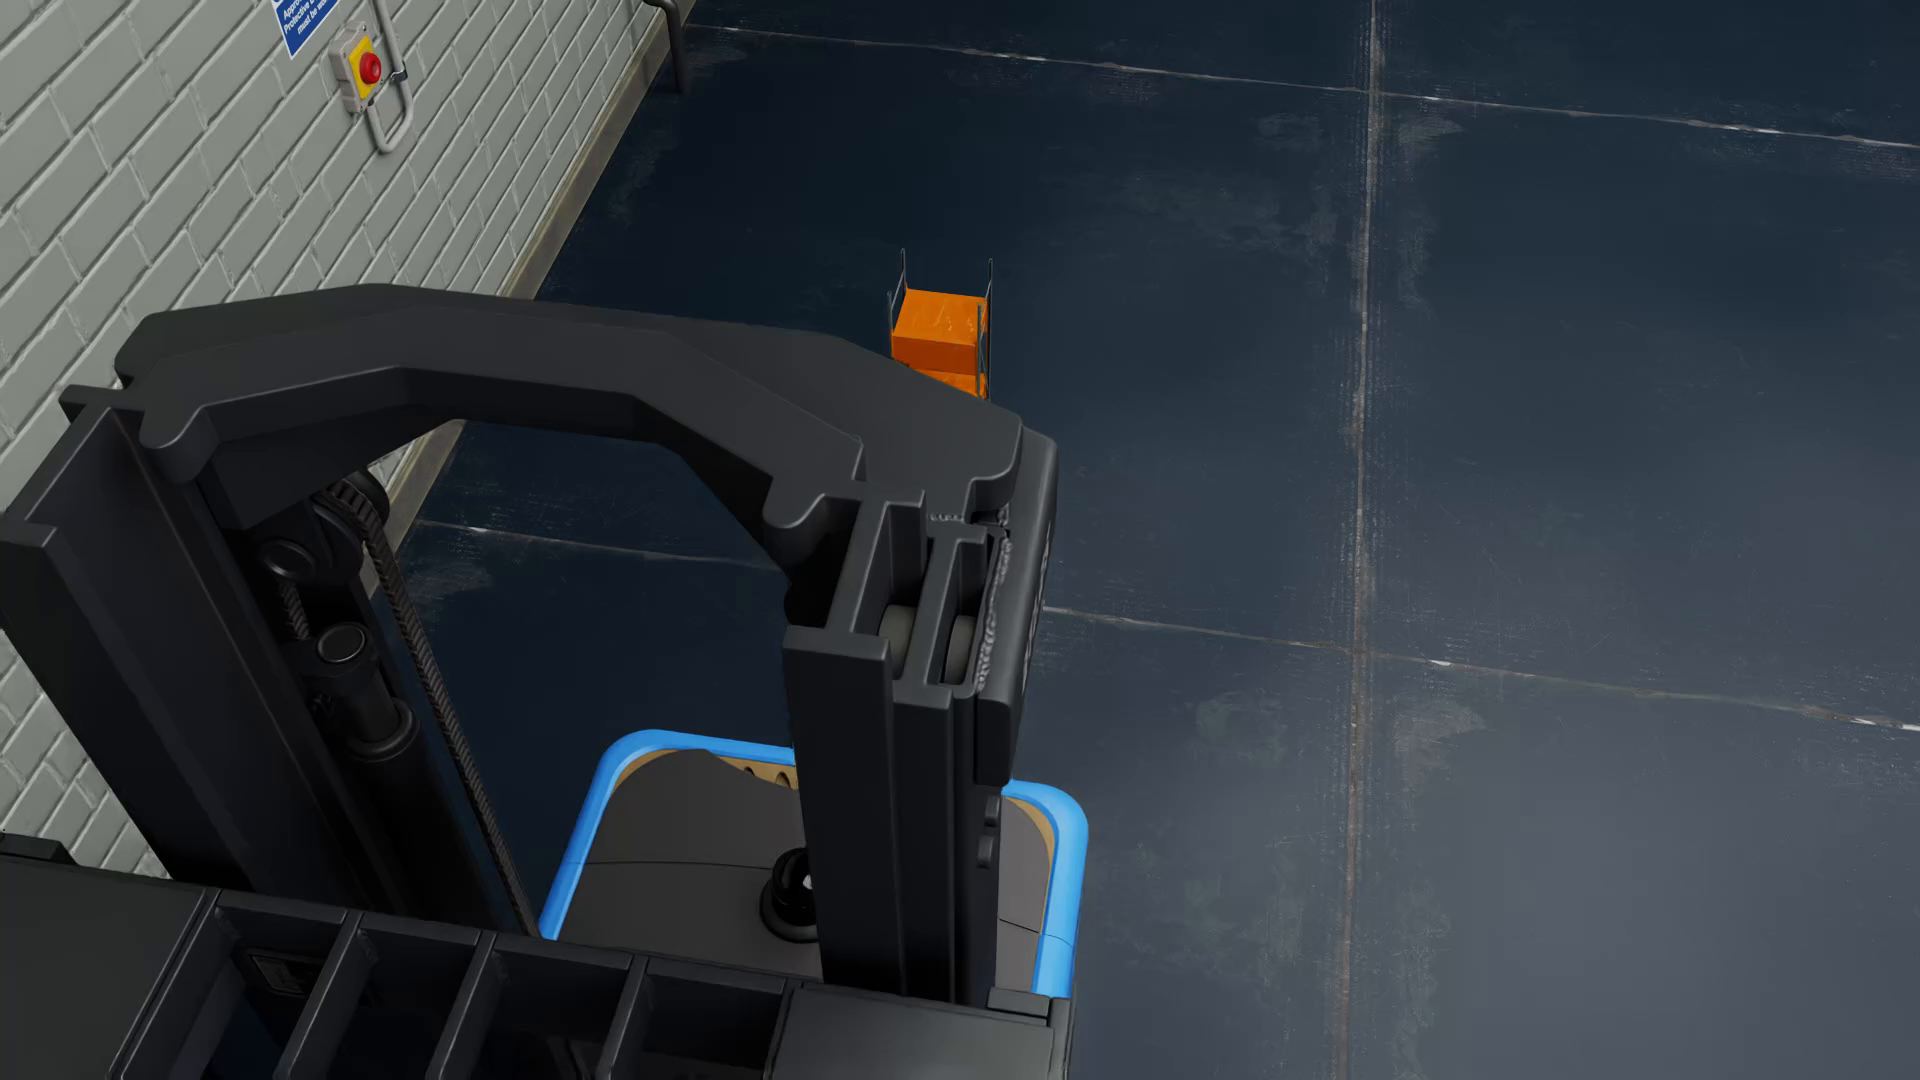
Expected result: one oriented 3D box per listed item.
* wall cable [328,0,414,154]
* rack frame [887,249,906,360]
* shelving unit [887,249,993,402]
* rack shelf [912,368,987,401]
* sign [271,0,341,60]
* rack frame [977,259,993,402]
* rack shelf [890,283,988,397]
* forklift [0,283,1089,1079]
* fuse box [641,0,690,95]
[{"bbox_3d":[-1.638,-1.722,4.077,0.123,1.953,0.585,8,49,7],"label":"wall cable"},{"bbox_3d":[-0.173,-0.374,4.880,0.008,1.050,0.200,8,49,7],"label":"rack frame"},{"bbox_3d":[-0.053,-0.358,4.866,0.252,1.050,0.215,8,49,7],"label":"shelving unit"},{"bbox_3d":[-0.053,-0.351,4.874,0.240,0.259,0.215,8,49,7],"label":"rack shelf"},{"bbox_3d":[-1.706,-1.436,4.342,0.001,0.218,0.327,8,49,7],"label":"sign"},{"bbox_3d":[0.067,-0.342,4.851,0.008,1.050,0.200,8,49,7],"label":"rack frame"},{"bbox_3d":[-0.053,-0.541,4.663,0.240,0.259,0.215,8,49,7],"label":"rack shelf"},{"bbox_3d":[-0.481,1.265,2.143,1.130,2.935,3.031,7,48,6],"label":"forklift"},{"bbox_3d":[-1.120,-2.460,6.310,0.414,1.711,0.539,8,49,7],"label":"fuse box"}]
